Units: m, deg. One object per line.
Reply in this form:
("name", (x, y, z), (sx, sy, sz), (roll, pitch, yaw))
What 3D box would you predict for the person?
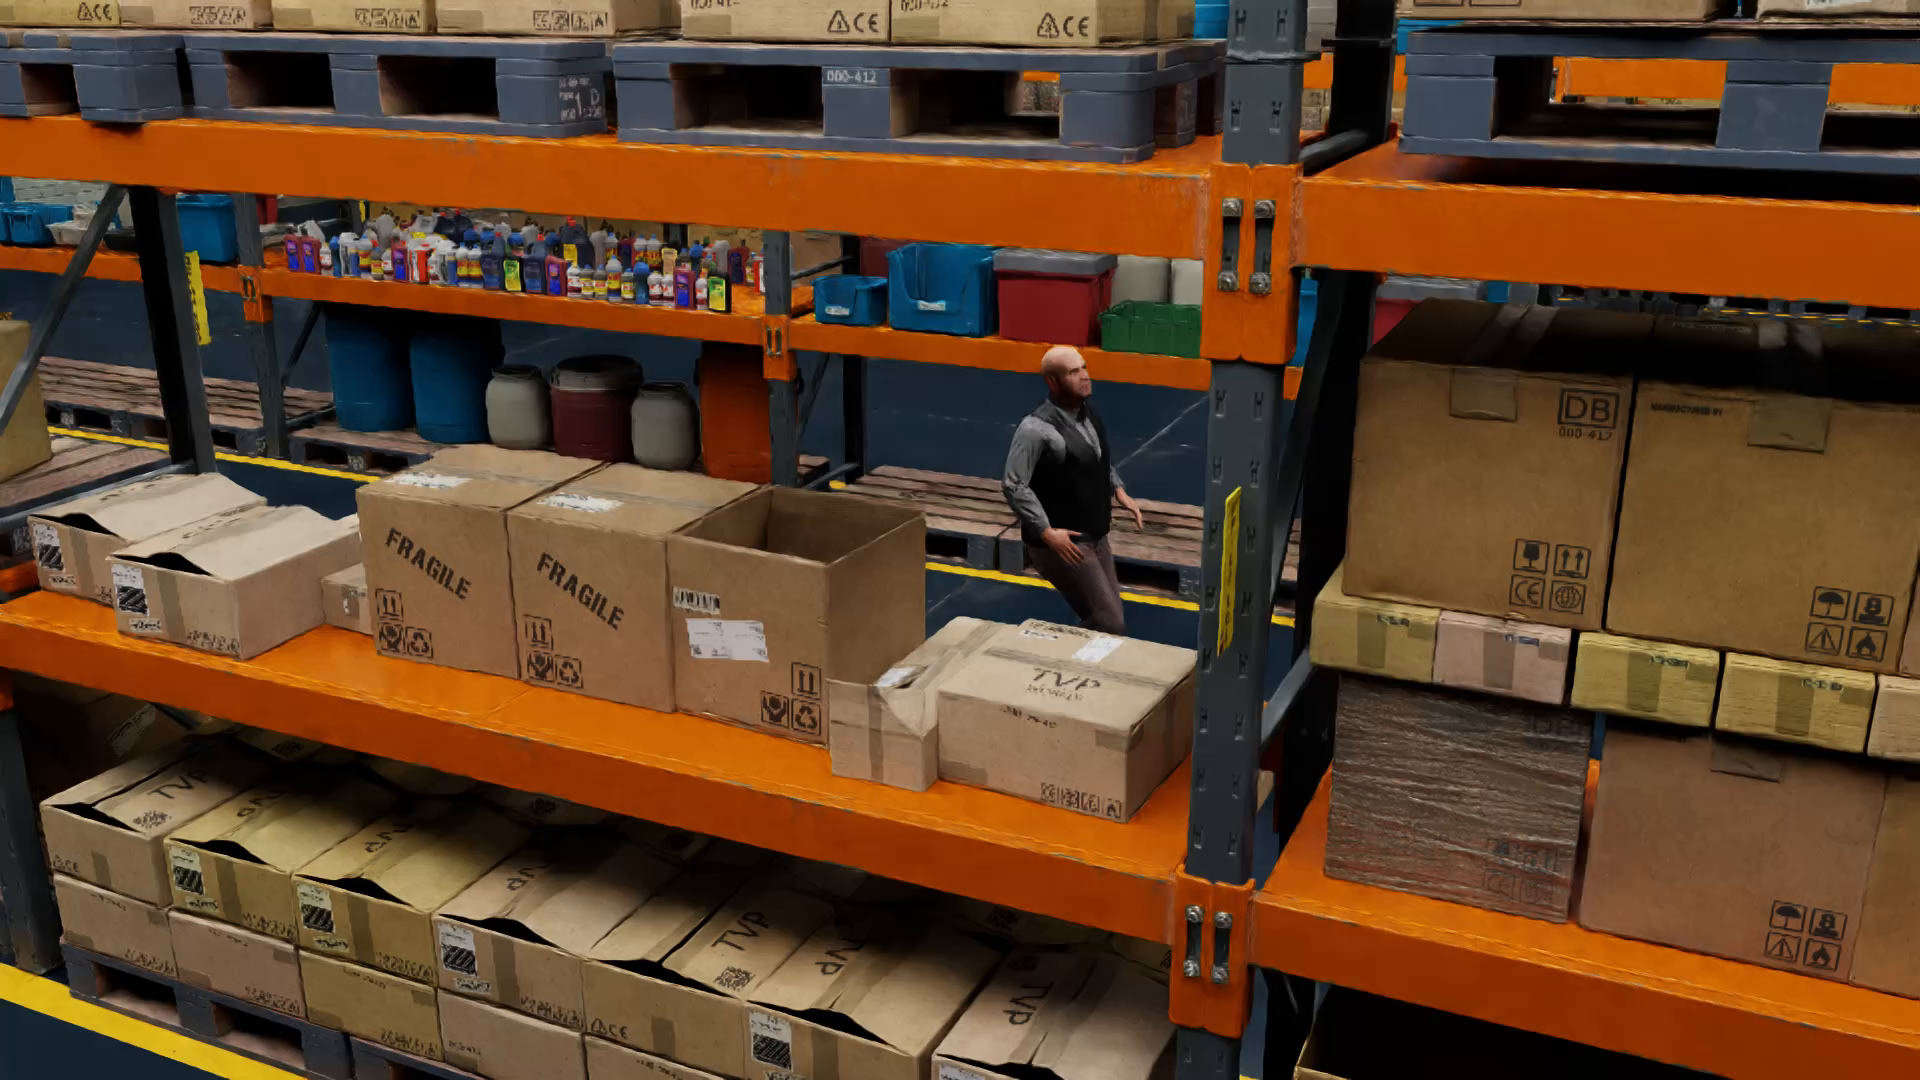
("person", (0.524, 0.001, 7.154), (0.502, 1.695, 0.716), (8, 21, 23))
